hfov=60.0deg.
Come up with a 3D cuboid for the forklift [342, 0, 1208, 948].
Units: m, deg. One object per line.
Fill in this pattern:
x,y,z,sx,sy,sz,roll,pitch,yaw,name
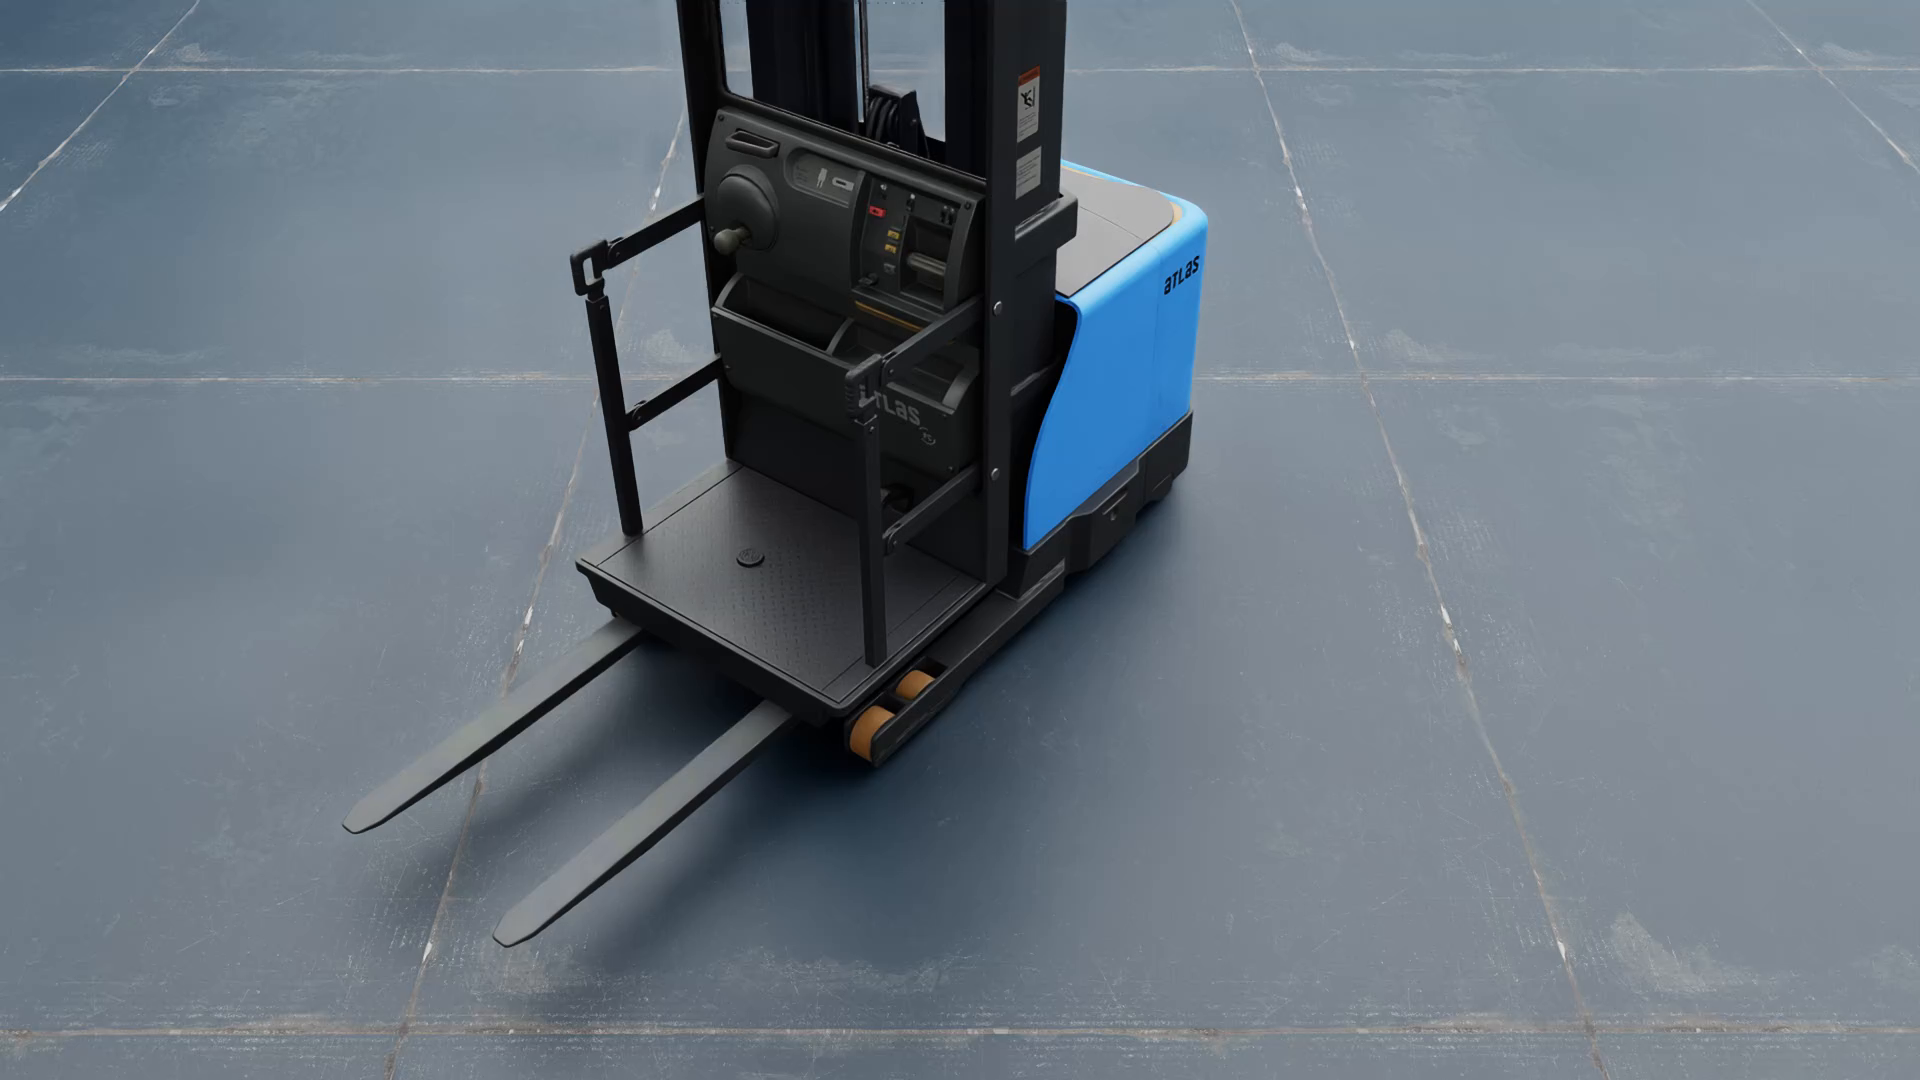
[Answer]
-0.472,-0.836,4.449,1.130,2.935,3.031,26,45,28,forklift
